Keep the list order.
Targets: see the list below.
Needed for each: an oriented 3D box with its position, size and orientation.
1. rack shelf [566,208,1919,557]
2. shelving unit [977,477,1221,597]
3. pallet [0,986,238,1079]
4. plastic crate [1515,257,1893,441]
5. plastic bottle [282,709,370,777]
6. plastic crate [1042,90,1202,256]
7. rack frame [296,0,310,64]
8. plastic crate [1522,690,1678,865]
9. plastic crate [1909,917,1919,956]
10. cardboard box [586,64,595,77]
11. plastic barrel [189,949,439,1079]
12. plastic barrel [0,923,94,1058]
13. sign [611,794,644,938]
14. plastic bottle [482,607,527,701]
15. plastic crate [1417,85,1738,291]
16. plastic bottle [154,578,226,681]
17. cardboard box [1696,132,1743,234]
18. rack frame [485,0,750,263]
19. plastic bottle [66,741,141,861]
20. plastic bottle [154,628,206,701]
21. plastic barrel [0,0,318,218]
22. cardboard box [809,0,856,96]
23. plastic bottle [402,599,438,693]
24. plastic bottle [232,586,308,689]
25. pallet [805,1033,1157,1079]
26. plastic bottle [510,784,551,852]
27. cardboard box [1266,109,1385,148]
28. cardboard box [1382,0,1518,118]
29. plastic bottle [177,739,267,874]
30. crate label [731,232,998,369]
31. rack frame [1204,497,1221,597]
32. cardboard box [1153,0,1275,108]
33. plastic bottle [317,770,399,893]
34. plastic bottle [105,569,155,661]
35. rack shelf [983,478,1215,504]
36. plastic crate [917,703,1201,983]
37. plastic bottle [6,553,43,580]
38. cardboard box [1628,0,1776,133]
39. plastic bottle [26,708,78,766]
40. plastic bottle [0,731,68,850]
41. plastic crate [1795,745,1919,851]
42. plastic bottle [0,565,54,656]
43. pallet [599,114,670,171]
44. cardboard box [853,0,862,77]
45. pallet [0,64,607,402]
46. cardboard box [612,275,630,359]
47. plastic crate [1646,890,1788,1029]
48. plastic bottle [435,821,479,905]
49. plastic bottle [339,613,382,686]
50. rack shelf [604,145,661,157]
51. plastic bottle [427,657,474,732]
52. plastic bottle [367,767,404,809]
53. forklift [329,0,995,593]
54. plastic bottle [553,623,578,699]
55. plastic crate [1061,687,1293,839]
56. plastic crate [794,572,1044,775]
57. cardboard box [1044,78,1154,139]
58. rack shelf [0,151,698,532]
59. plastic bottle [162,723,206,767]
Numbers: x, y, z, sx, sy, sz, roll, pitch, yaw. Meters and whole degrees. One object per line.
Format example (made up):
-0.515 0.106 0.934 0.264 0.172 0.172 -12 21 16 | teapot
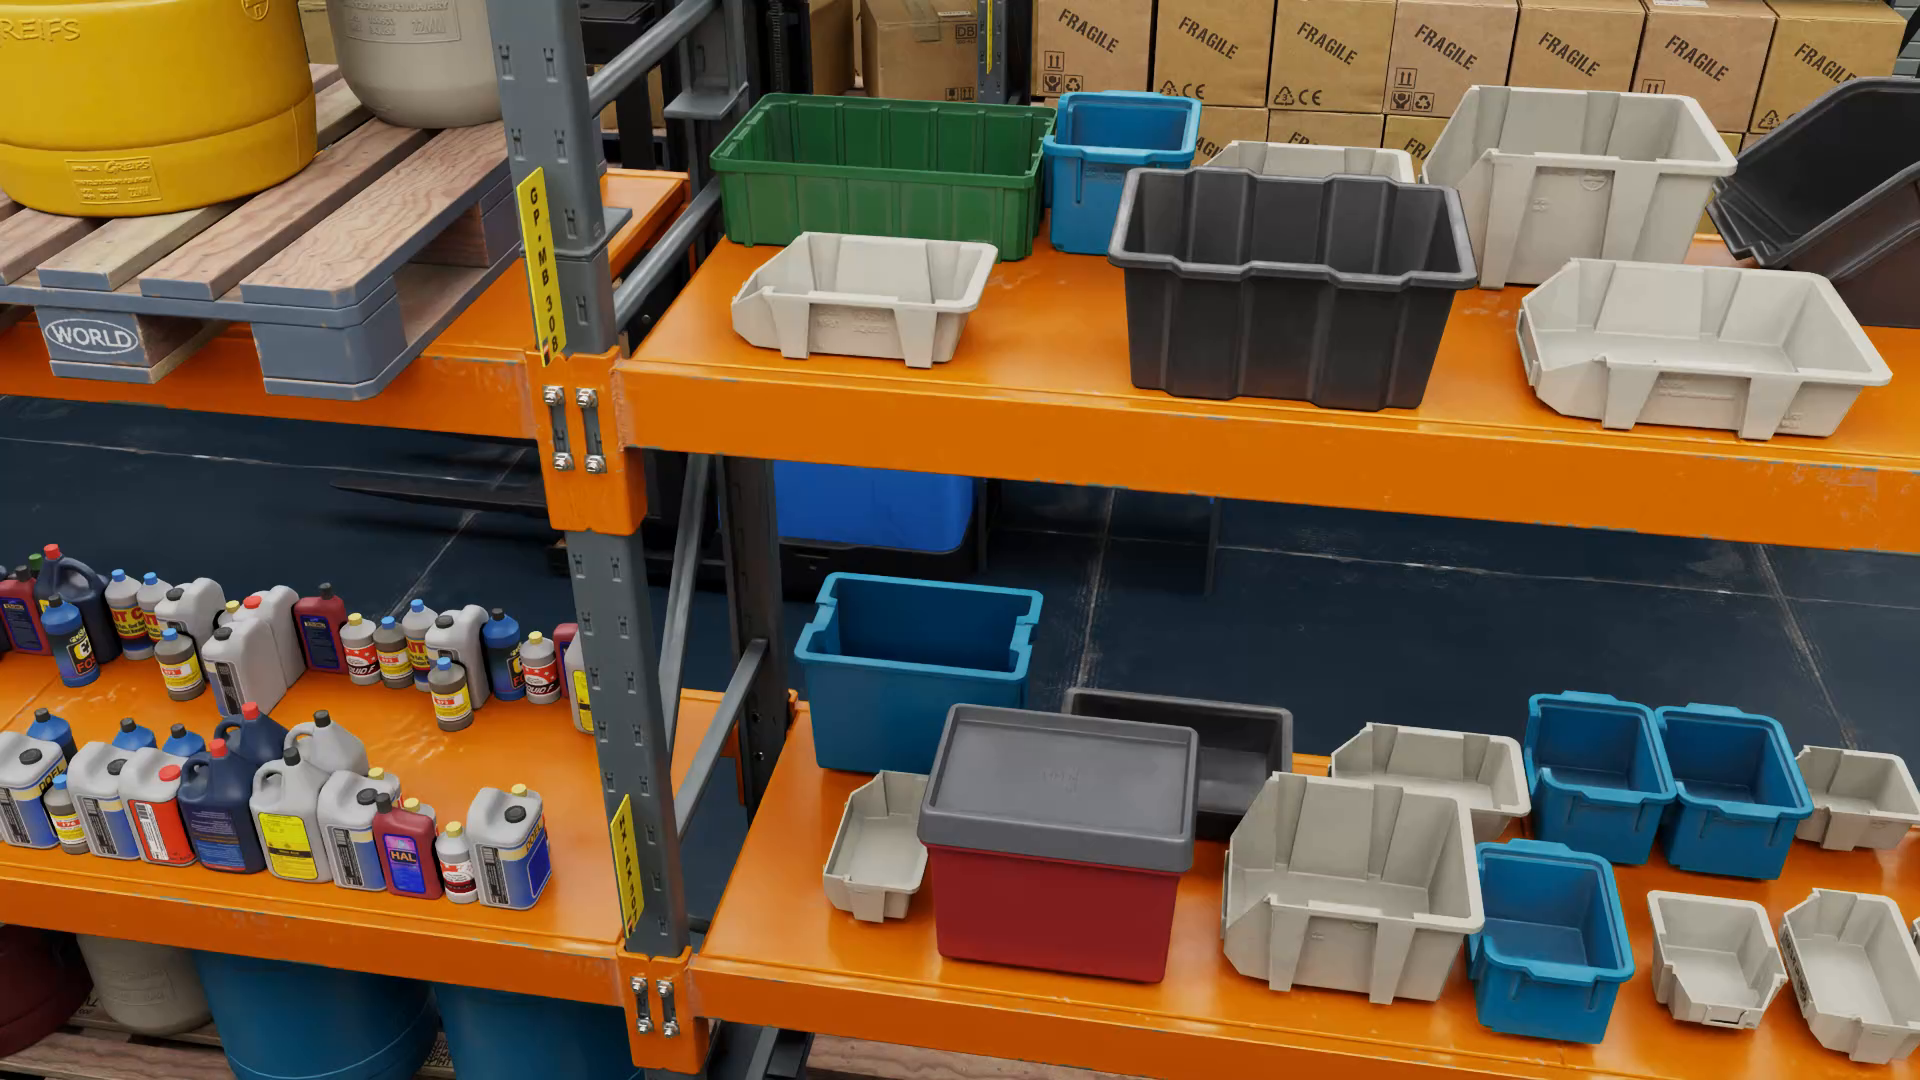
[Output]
1.358 -0.260 3.190 4.000 0.370 1.077 5 32 8 | rack shelf
0.641 -0.568 7.243 1.048 1.500 0.538 6 33 9 | shelving unit
-2.574 1.511 5.137 1.213 0.211 1.003 5 32 8 | pallet
1.250 -0.330 2.871 0.530 0.136 0.437 5 32 8 | plastic crate
-1.551 0.562 4.071 0.185 0.351 0.144 5 32 8 | plastic bottle
0.337 -0.759 3.465 0.300 0.233 0.416 5 32 8 | plastic crate
-3.720 -2.420 8.789 0.127 3.000 1.000 5 32 8 | rack frame
1.547 0.592 4.079 0.300 0.233 0.416 5 32 8 | plastic crate
2.212 0.959 3.582 0.243 0.136 0.396 5 32 8 | plastic crate
-2.211 -2.461 8.365 0.500 0.500 0.700 11 34 17 | cardboard box
-1.845 1.118 4.718 0.708 0.901 0.600 5 32 8 | plastic barrel
-2.959 1.150 4.962 0.708 0.588 0.600 5 32 8 | plastic barrel
-0.708 0.698 3.547 0.005 0.325 0.100 5 32 8 | sign
-1.248 0.305 4.557 0.097 0.271 0.097 0 32 0 | plastic bottle
1.196 -0.696 3.319 0.530 0.282 0.437 5 32 8 | plastic crate
-2.147 0.236 4.662 0.135 0.276 0.152 5 32 8 | plastic bottle
3.167 -1.690 7.529 0.500 0.500 0.500 5 32 9 | cardboard box
-0.614 -2.015 2.488 0.127 3.000 1.000 5 32 8 | rack frame
-2.047 0.624 4.042 0.135 0.276 0.152 5 32 8 | plastic bottle
-2.150 0.335 4.575 0.097 0.201 0.097 0 32 0 | plastic bottle
-1.548 -0.977 3.083 0.600 0.588 0.600 0 32 0 | plastic barrel
-0.895 -2.471 8.380 0.500 0.500 0.700 10 33 16 | cardboard box
-1.476 0.284 4.590 0.097 0.271 0.097 0 32 0 | plastic bottle
-1.919 0.257 4.629 0.135 0.276 0.152 5 32 8 | plastic bottle
0.117 1.755 4.747 1.213 0.211 1.003 5 32 8 | pallet
-1.054 0.679 4.026 0.097 0.201 0.097 0 32 0 | plastic bottle
1.678 -1.827 7.748 0.500 0.500 0.500 5 32 8 | cardboard box
2.165 -2.202 7.404 0.500 0.500 0.500 6 33 10 | cardboard box
-1.757 0.621 3.977 0.185 0.351 0.144 5 32 8 | plastic bottle
-0.180 -0.437 3.043 0.466 0.136 0.293 5 32 8 | crate label
1.140 -0.517 7.162 0.032 1.500 0.500 6 33 9 | rack frame
1.149 -2.294 7.551 0.500 0.500 0.500 4 32 7 | cardboard box
-1.417 0.681 3.951 0.135 0.276 0.152 5 32 8 | plastic bottle
-2.353 0.205 4.717 0.097 0.271 0.097 0 32 0 | plastic bottle
0.641 -0.415 7.339 1.000 0.185 0.538 6 33 9 | rack shelf
0.224 0.686 3.710 0.583 0.464 0.402 5 32 8 | plastic crate
-2.646 0.163 4.772 0.133 0.283 0.061 5 32 8 | plastic bottle
3.183 -2.112 7.261 0.500 0.500 0.500 6 33 10 | cardboard box
-2.273 0.539 4.183 0.097 0.271 0.097 0 32 0 | plastic bottle
-2.275 0.604 4.075 0.135 0.276 0.152 5 32 8 | plastic bottle
2.170 0.644 4.085 0.298 0.136 0.250 5 32 8 | plastic crate
-2.656 0.195 4.721 0.133 0.283 0.061 5 32 8 | plastic bottle
-1.802 -2.167 8.566 1.213 0.211 1.003 5 32 8 | pallet
-0.486 -3.988 12.925 0.750 0.750 0.750 6 33 10 | cardboard box
-1.403 -0.683 3.364 1.003 0.211 1.213 5 32 8 | pallet
-1.793 -1.221 8.816 0.500 0.500 0.500 4 32 7 | cardboard box
1.638 0.931 3.628 0.250 0.136 0.298 5 32 8 | plastic crate
-1.176 0.750 3.912 0.097 0.201 0.097 0 32 0 | plastic bottle
-1.668 0.297 4.636 0.097 0.201 0.097 0 32 0 | plastic bottle
-1.748 -1.936 8.694 4.000 0.370 1.077 5 32 8 | rack shelf
-1.369 0.405 4.462 0.097 0.201 0.097 0 32 0 | plastic bottle
-1.414 0.646 4.078 0.097 0.201 0.097 0 32 0 | plastic bottle
-1.393 -1.334 7.118 3.031 2.935 1.130 6 33 9 | forklift
-1.035 0.309 4.539 0.133 0.283 0.061 5 32 8 | plastic bottle
0.535 0.578 4.202 0.590 0.125 0.437 5 32 8 | plastic crate
-0.096 0.372 4.287 0.575 0.384 0.392 5 32 8 | plastic crate
0.680 -1.917 7.891 0.500 0.500 0.500 6 33 9 | cardboard box
-2.585 -0.617 3.760 4.000 0.370 1.077 5 32 8 | rack shelf
-1.911 0.572 4.131 0.097 0.271 0.097 0 32 0 | plastic bottle
